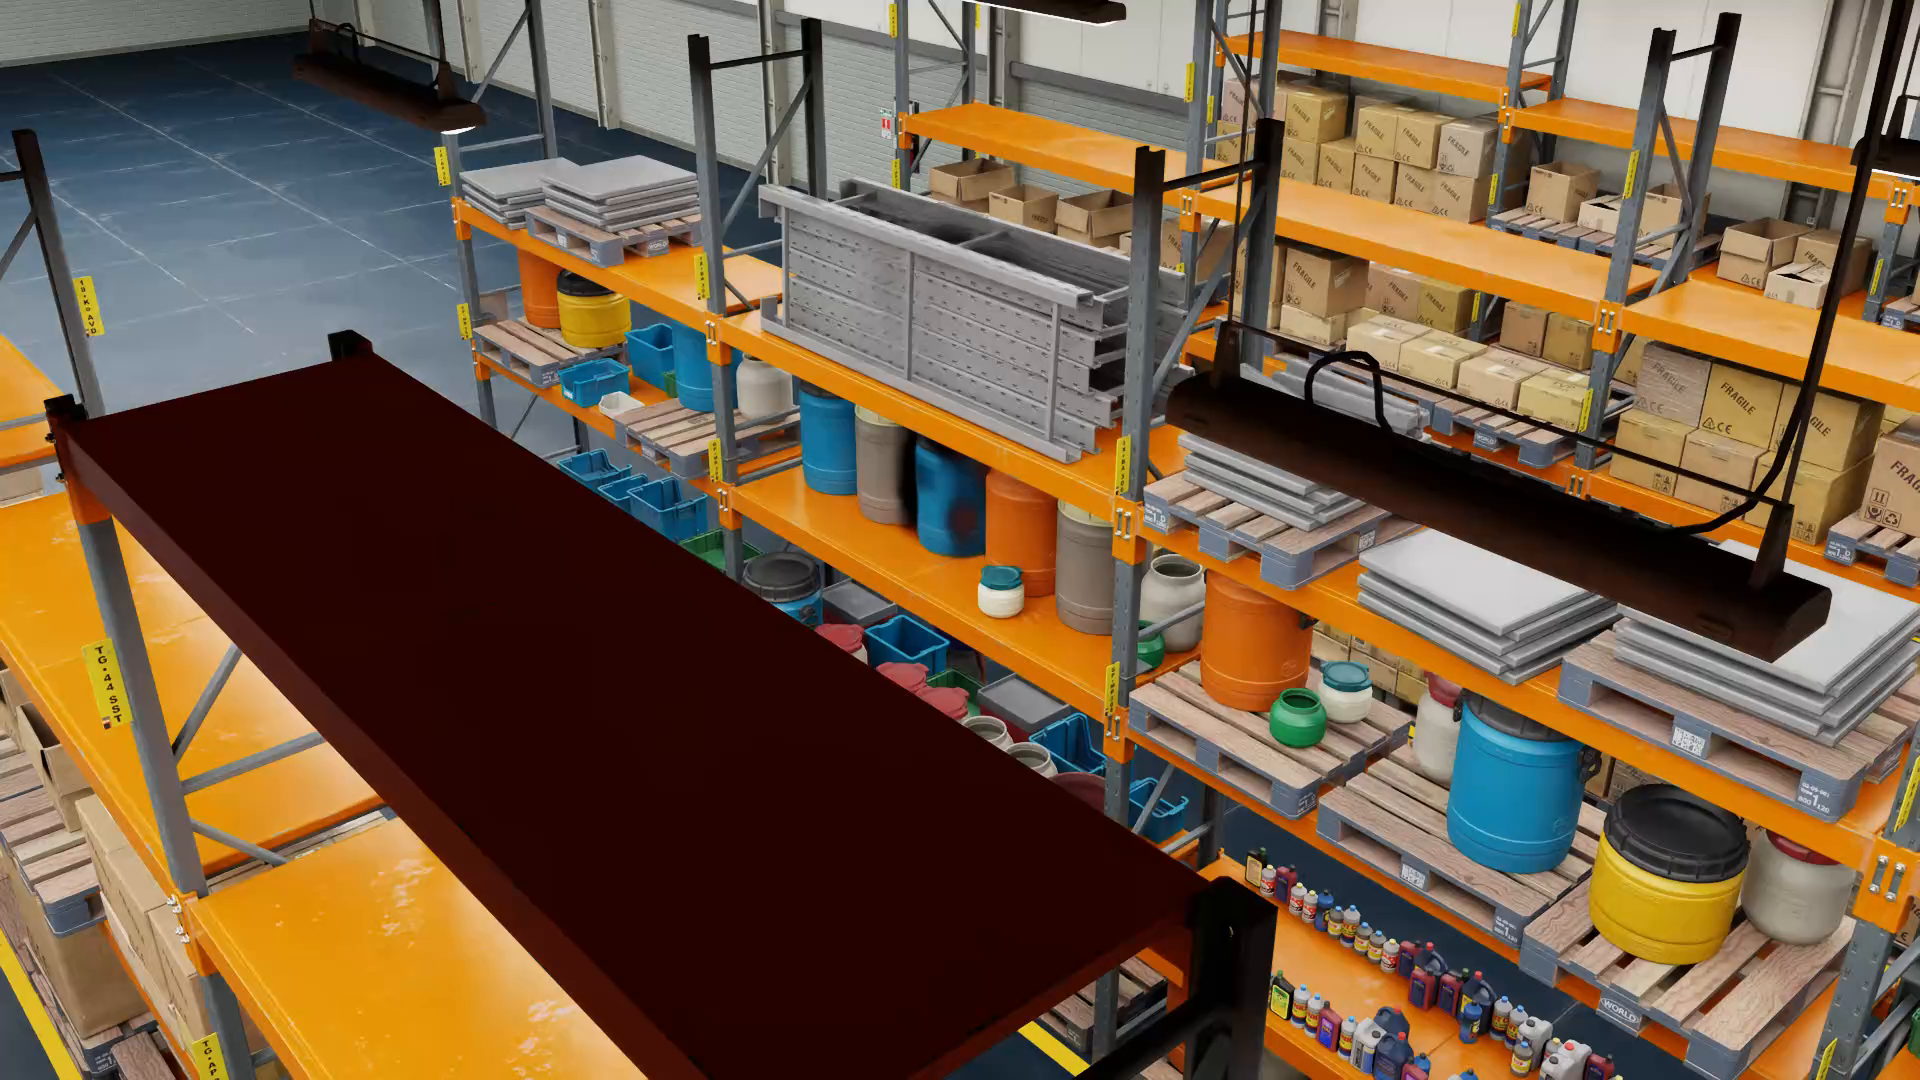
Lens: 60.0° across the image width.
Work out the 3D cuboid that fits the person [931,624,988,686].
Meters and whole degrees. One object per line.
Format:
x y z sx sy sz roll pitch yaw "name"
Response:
0.035 1.103 13.597 0.673 1.647 0.586 10 29 19 "person"
